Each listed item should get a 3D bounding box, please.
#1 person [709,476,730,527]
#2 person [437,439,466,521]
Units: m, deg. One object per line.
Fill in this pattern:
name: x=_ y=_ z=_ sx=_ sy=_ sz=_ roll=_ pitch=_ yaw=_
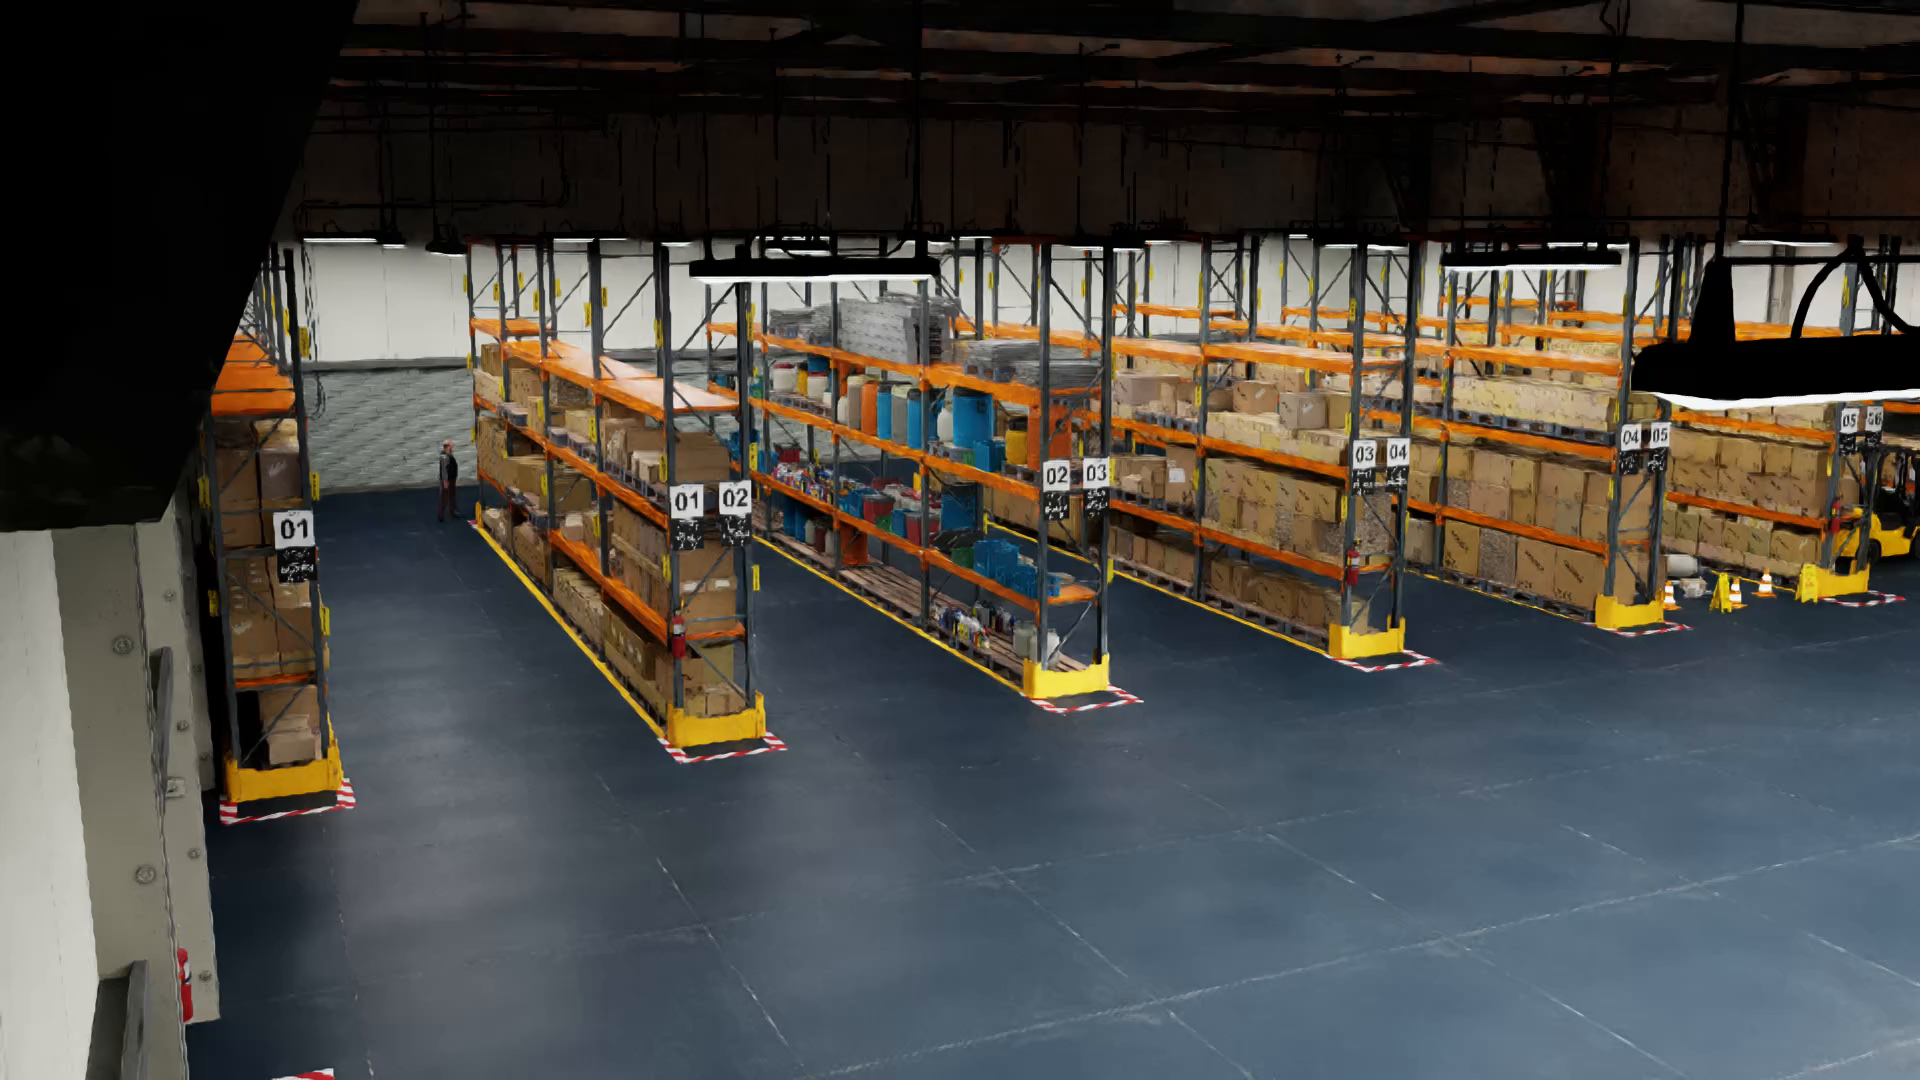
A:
person: x=-4.710 y=-0.741 z=32.436 sx=0.577 sy=1.684 sz=1.107 roll=-4 pitch=12 yaw=-21
person: x=-10.810 y=-1.268 z=35.130 sx=0.507 sy=1.722 sz=0.631 roll=-1 pitch=11 yaw=-3
